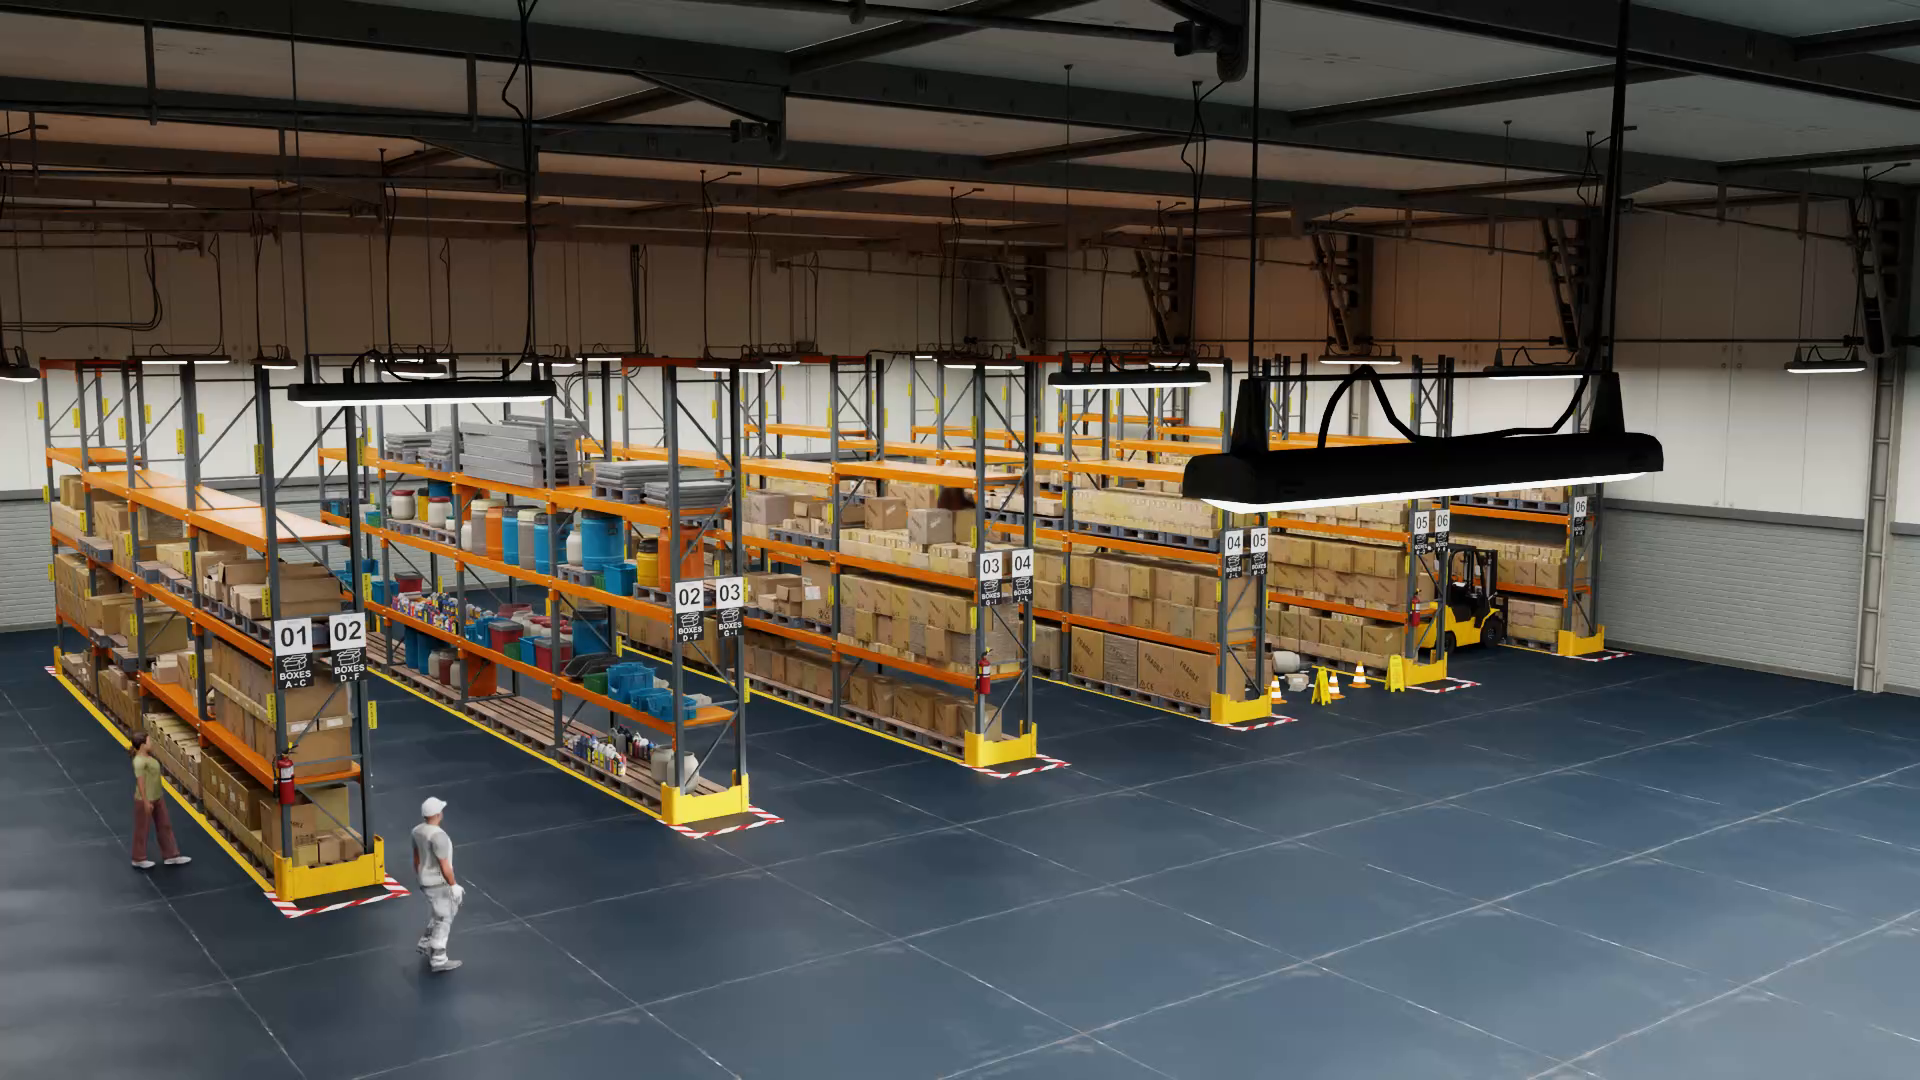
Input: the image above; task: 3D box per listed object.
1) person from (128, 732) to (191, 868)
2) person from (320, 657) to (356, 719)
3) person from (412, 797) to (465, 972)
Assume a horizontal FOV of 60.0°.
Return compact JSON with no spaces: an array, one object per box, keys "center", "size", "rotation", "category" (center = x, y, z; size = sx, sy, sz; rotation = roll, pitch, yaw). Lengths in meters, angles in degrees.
[{"center":[-9.669,3.116,19.938],"size":[0.666,1.661,0.436],"rotation":[0,7,3],"category":"person"},{"center":[-10.478,2.118,27.914],"size":[0.530,1.719,1.042],"rotation":[-3,8,-26],"category":"person"},{"center":[-5.247,3.447,16.734],"size":[0.457,1.772,0.592],"rotation":[-3,8,-24],"category":"person"}]
